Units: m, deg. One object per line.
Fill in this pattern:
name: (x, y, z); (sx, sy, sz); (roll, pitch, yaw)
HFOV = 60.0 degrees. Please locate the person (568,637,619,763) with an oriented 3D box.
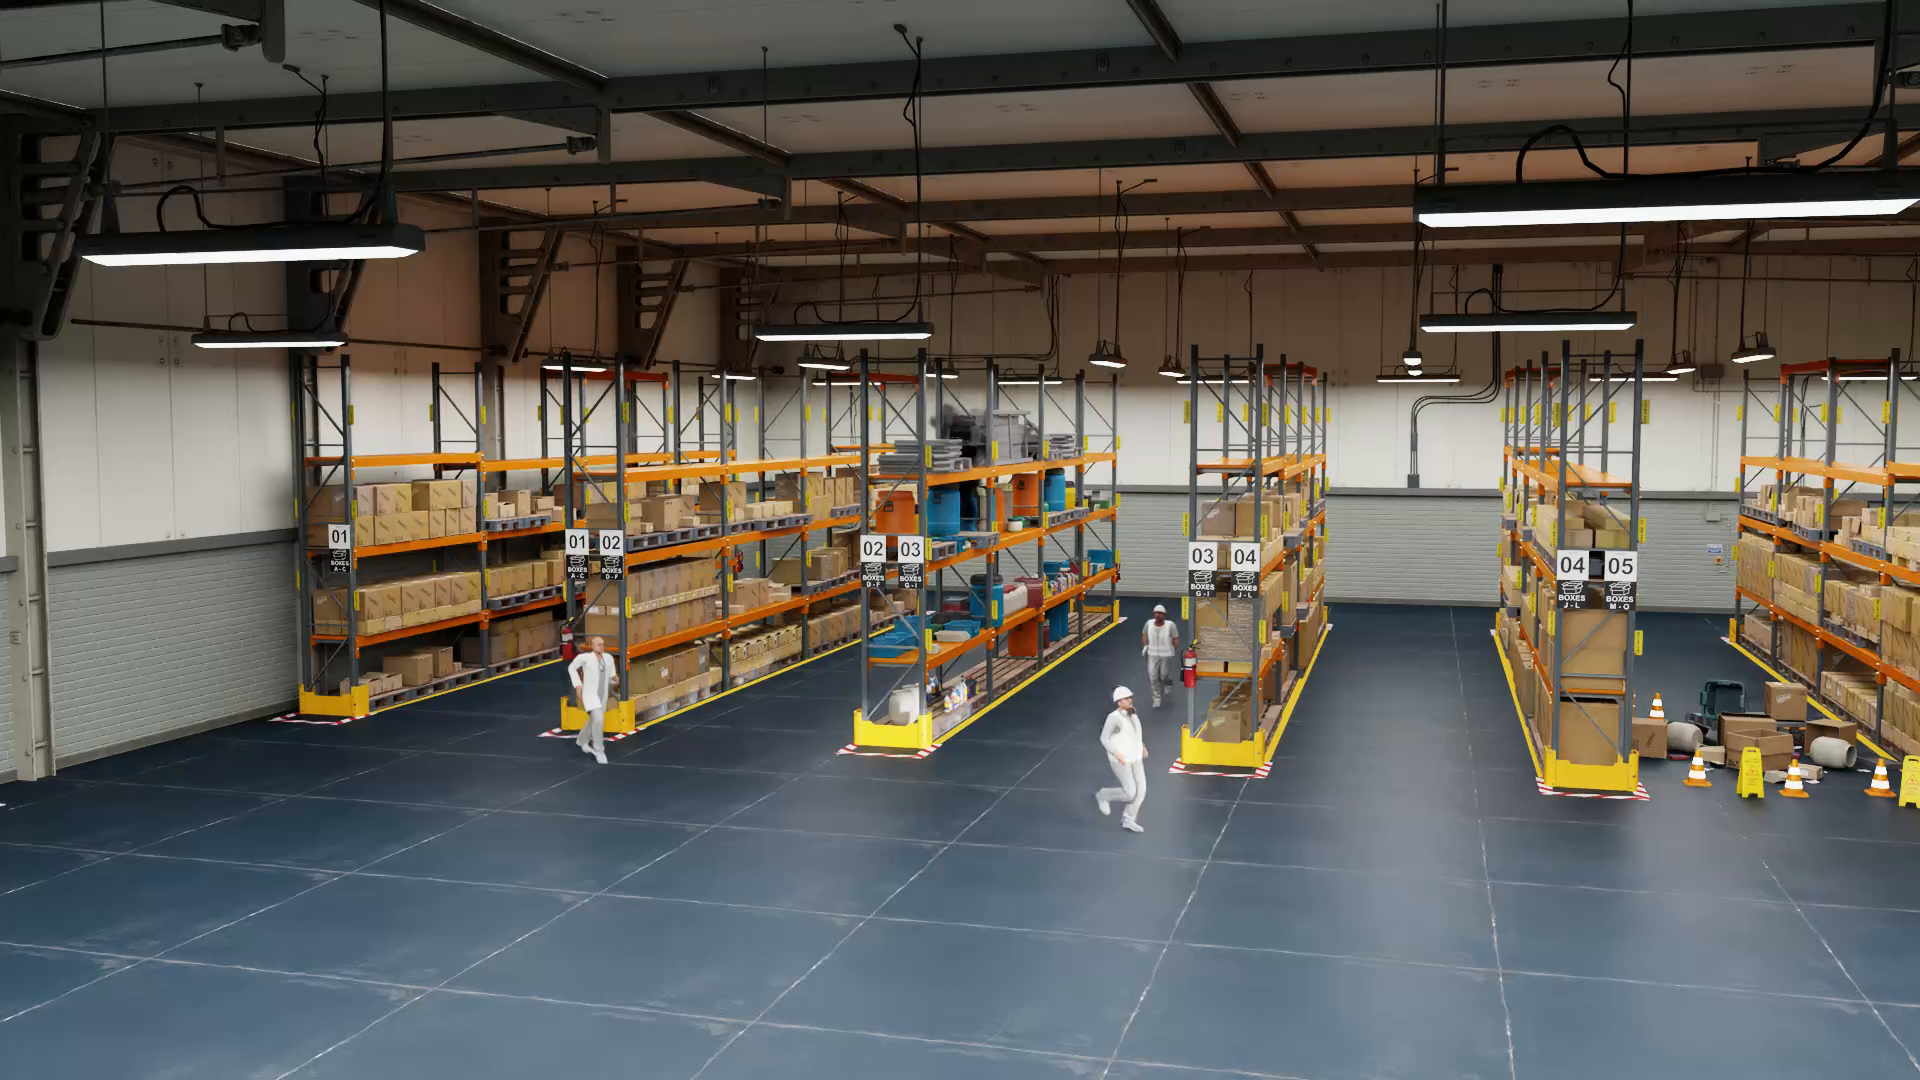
person: (-5.324, 2.315, 24.268); (0.973, 1.841, 0.609); (4, 6, 39)

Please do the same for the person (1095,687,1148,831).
person: (1.975, 2.640, 20.169); (0.636, 1.735, 0.666); (4, 6, 45)

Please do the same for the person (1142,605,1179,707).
person: (3.464, 1.981, 28.756); (0.663, 1.746, 0.813); (1, 4, 17)
